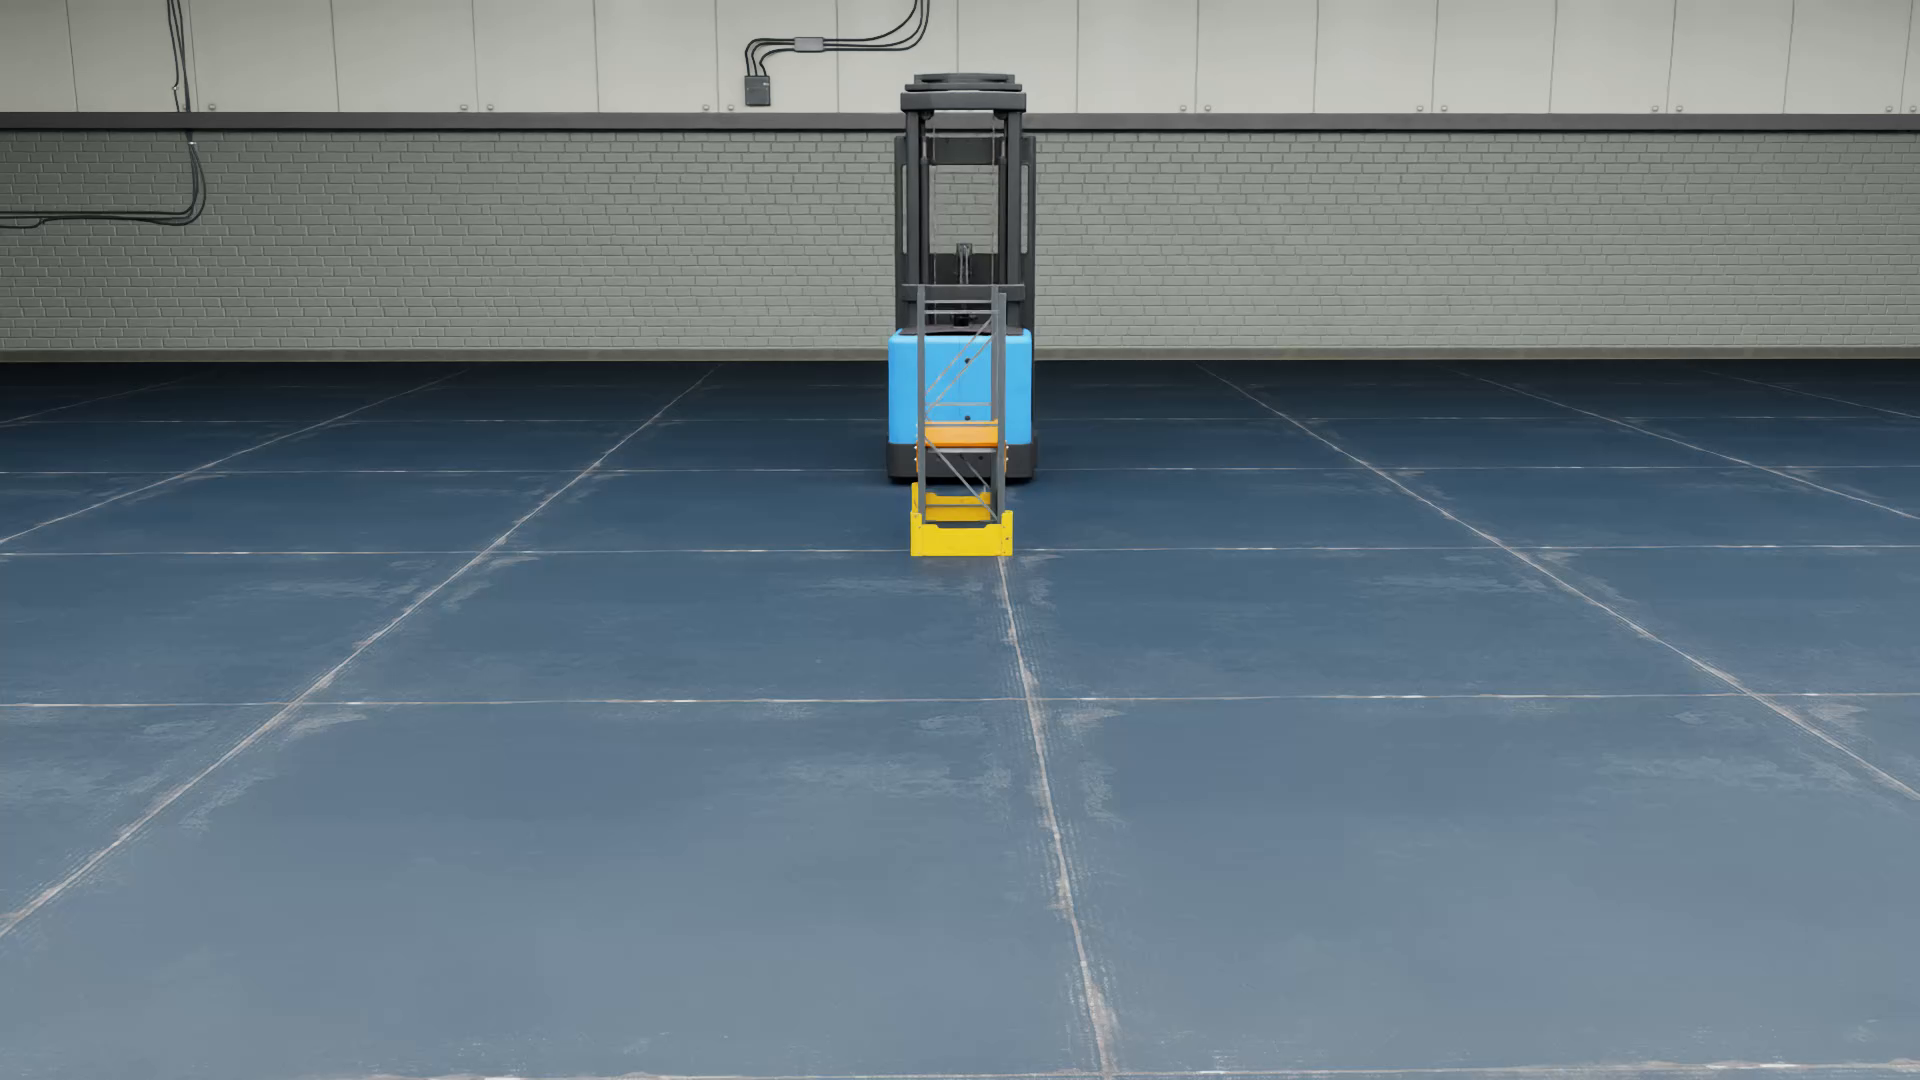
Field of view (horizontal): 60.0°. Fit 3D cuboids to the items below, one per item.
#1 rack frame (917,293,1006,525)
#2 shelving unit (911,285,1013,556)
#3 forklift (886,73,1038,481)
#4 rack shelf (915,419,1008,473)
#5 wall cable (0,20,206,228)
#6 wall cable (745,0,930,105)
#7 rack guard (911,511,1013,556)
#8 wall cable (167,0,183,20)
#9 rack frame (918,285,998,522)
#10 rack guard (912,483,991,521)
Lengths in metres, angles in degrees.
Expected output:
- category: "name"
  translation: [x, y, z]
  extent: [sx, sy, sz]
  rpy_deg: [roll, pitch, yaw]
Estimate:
- category: "rack frame"
  translation: [0.009, -0.651, 9.495]
  extent: [0.500, 1.500, 0.032]
  rpy_deg: [0, 11, -1]
- category: "shelving unit"
  translation: [-0.002, -0.750, 9.985]
  extent: [0.587, 1.500, 1.083]
  rpy_deg: [0, 11, -1]
- category: "forklift"
  translation: [0.049, -2.115, 13.113]
  extent: [1.130, 2.935, 3.031]
  rpy_deg: [0, 11, 2]
- category: "rack shelf"
  translation: [-0.002, -0.576, 10.029]
  extent: [0.538, 0.185, 1.000]
  rpy_deg: [0, 11, -1]
- category: "wall cable"
  translation: [-11.018, -5.160, 20.671]
  extent: [3.097, 2.526, 0.112]
  rpy_deg: [0, 11, -1]
- category: "wall cable"
  translation: [-1.527, -8.384, 20.201]
  extent: [2.305, 6.003, 0.169]
  rpy_deg: [0, 11, -1]
- category: "rack guard"
  translation: [0.009, -0.039, 9.621]
  extent: [0.587, 0.250, 0.087]
  rpy_deg: [0, 11, -1]
- category: "wall cable"
  translation: [-8.314, -7.646, 20.224]
  extent: [3.097, 2.526, 0.112]
  rpy_deg: [0, 11, -1]
- category: "rack frame"
  translation: [-0.012, -0.853, 10.492]
  extent: [0.500, 1.500, 0.032]
  rpy_deg: [0, 11, -1]
- category: "rack guard"
  translation: [-0.012, -0.237, 10.597]
  extent: [0.587, 0.250, 0.087]
  rpy_deg: [0, 11, -1]
